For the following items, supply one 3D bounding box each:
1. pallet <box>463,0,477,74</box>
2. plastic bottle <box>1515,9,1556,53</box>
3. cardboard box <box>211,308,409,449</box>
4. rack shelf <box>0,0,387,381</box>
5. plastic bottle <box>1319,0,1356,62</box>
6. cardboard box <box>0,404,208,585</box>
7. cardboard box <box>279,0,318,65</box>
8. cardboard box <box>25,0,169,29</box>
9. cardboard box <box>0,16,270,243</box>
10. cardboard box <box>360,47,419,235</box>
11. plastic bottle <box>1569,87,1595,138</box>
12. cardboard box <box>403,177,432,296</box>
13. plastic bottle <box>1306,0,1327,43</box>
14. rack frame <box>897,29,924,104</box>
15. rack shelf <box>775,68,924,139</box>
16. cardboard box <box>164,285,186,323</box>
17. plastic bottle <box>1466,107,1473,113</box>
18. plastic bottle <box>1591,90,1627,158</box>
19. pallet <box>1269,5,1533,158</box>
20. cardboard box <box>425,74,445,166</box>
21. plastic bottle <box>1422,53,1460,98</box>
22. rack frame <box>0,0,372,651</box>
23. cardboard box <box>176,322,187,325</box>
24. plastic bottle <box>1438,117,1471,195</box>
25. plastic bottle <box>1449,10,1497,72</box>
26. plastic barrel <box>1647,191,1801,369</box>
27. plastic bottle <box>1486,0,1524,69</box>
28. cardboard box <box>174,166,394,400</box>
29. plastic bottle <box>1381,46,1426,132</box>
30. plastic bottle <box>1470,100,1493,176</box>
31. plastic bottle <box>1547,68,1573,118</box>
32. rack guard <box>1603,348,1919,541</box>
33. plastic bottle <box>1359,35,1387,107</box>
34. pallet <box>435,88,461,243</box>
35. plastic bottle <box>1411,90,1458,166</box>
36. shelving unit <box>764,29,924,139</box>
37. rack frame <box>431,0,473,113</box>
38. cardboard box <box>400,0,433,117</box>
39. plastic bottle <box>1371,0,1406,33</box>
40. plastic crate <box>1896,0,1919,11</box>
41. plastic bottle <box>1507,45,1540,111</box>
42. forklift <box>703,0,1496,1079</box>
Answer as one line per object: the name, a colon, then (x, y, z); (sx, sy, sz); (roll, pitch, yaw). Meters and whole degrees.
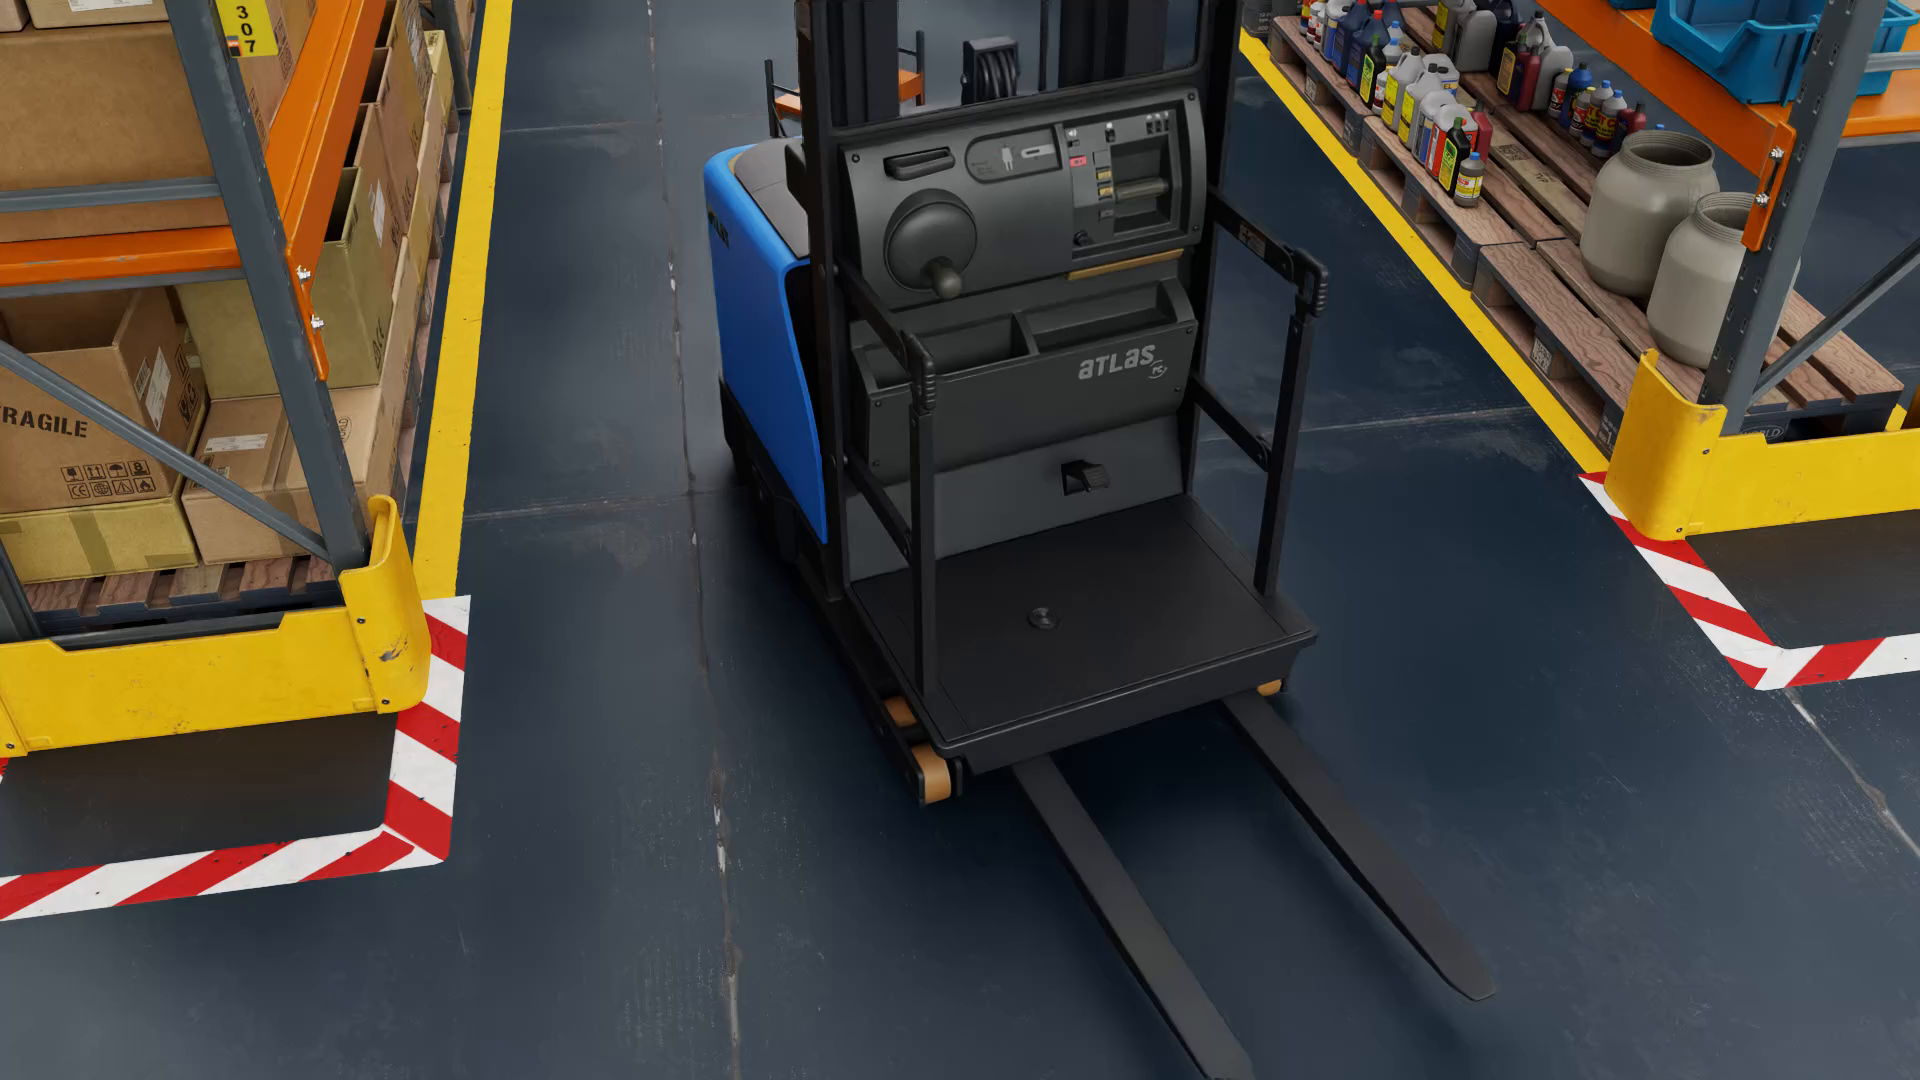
pallet: (-2.976, -2.526, 8.330); (1.003, 0.211, 1.213); (-6, 38, -8)
plastic bottle: (2.556, -2.176, 7.406); (0.144, 0.351, 0.185); (-6, 38, -8)
cardboard box: (-2.073, -0.500, 5.348); (0.500, 0.250, 0.500); (-6, 38, -8)
rack shelf: (-2.458, -1.694, 5.572); (1.077, 0.370, 4.000); (-6, 38, -8)
plastic bottle: (1.777, -2.383, 7.734); (0.152, 0.276, 0.135); (-5, 38, -6)
cardboard box: (-2.492, -0.143, 4.888); (0.500, 0.250, 0.500); (-6, 38, -8)
cardboard box: (-2.354, -1.711, 4.925); (0.700, 0.500, 0.500); (-6, 38, -8)
cardboard box: (-1.964, -1.326, 3.902); (0.380, 0.149, 0.250); (-6, 38, -8)
cardboard box: (-2.176, -1.093, 4.131); (0.700, 0.500, 0.500); (-6, 38, -8)
cardboard box: (-2.242, -1.401, 5.896); (0.500, 0.500, 0.500); (-6, 38, -8)
plastic bottle: (2.664, -1.826, 7.077); (0.097, 0.201, 0.097); (0, 38, 0)
cardboard box: (-2.243, -1.105, 6.126); (0.500, 0.250, 0.500); (-6, 38, -8)
plastic bottle: (1.711, -2.485, 7.926); (0.097, 0.201, 0.097); (0, 38, 0)
rack frame: (-0.219, -1.236, 5.862); (0.240, 1.200, 0.015); (25, 44, 29)
rack shelf: (-0.369, -1.427, 5.469); (0.258, 0.148, 0.480); (25, 44, 29)
cardboard box: (-2.684, -1.041, 5.433); (0.500, 0.500, 0.500); (-6, 38, -8)
plastic bottle: (2.095, -1.695, 6.910); (0.097, 0.201, 0.097); (0, 38, 0)
plastic bottle: (2.699, -1.733, 6.901); (0.097, 0.271, 0.097); (0, 38, 0)
pallet: (2.146, -2.206, 7.917); (1.003, 0.211, 1.213); (-6, 38, -8)
cardboard box: (-2.434, -1.707, 6.901); (0.500, 0.250, 0.500); (-6, 38, -8)
plastic bottle: (2.051, -1.943, 7.168); (0.152, 0.276, 0.135); (-6, 38, -8)
rack frame: (-2.107, -0.771, 3.797); (1.000, 3.000, 0.127); (-6, 38, -8)
cardboard box: (-2.681, -0.745, 5.663); (0.500, 0.250, 0.500); (-6, 38, -8)
plastic bottle: (1.978, -1.533, 6.634); (0.061, 0.283, 0.133); (-5, 38, -7)
plastic bottle: (2.358, -2.310, 7.640); (0.152, 0.276, 0.135); (-6, 38, -8)
plastic barrel: (2.580, -0.874, 5.615); (0.421, 0.512, 0.421); (0, 38, 0)
plastic bottle: (2.499, -2.371, 7.657); (0.144, 0.351, 0.185); (-8, 39, -10)
cardboard box: (-2.072, -0.796, 5.118); (0.500, 0.500, 0.500); (-6, 38, -8)
plastic bottle: (1.910, -1.942, 7.105); (0.144, 0.351, 0.185); (-7, 38, -8)
plastic bottle: (2.104, -1.631, 6.760); (0.061, 0.283, 0.133); (-6, 38, -8)
plastic bottle: (2.628, -1.950, 7.237); (0.097, 0.201, 0.097); (0, 38, 0)
rack guard: (2.711, -0.355, 5.299); (1.175, 0.500, 0.348); (-6, 38, -8)
plastic bottle: (1.823, -2.068, 7.322); (0.061, 0.283, 0.133); (-5, 38, -6)
pallet: (-2.710, -1.601, 7.138); (1.003, 0.211, 1.213); (-6, 38, -8)
plastic bottle: (1.975, -1.700, 6.855); (0.152, 0.276, 0.135); (-7, 38, -9)
shelving unit: (-0.369, -1.117, 5.710); (0.258, 1.200, 0.503); (25, 44, 29)
rack frame: (-2.808, -3.187, 6.907); (1.000, 3.000, 0.127); (-6, 38, -8)
cardboard box: (-2.436, -2.003, 6.671); (0.500, 0.500, 0.500); (-6, 38, -8)
plastic bottle: (1.944, -2.328, 7.602); (0.144, 0.351, 0.185); (-6, 38, -8)
plastic crate: (2.930, -1.772, 5.301); (0.298, 0.136, 0.250); (-6, 38, -8)
plastic bottle: (2.476, -2.039, 7.285); (0.061, 0.283, 0.133); (-6, 38, -8)
forklift: (1.145, -2.341, 5.248); (4.401, 3.703, 6.124); (-15, 40, -18)
